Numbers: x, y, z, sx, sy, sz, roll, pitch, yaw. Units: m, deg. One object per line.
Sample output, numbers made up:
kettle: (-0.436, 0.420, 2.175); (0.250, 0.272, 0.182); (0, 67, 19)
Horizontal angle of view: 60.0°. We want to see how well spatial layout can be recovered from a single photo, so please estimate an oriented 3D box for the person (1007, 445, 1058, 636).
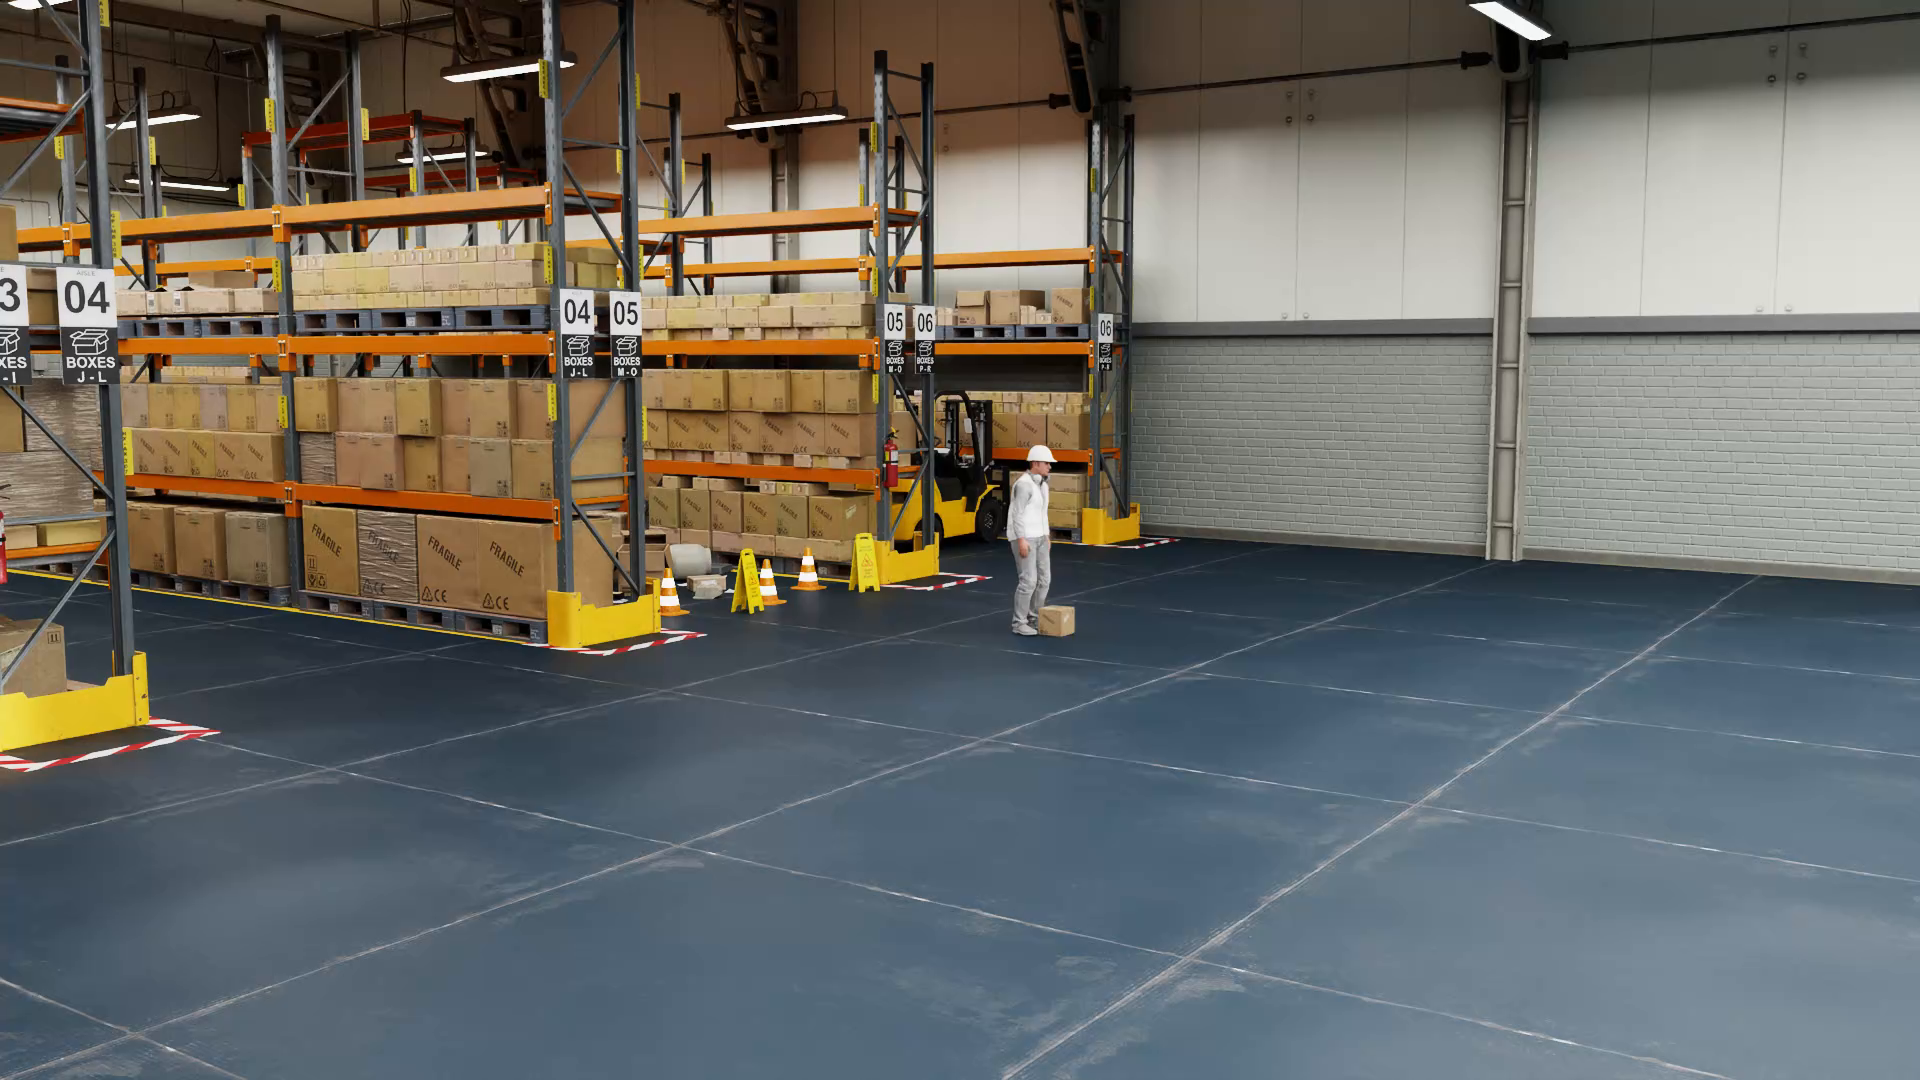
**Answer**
person: (0.688, -0.009, 15.740); (0.463, 1.770, 0.585); (4, 7, 30)
